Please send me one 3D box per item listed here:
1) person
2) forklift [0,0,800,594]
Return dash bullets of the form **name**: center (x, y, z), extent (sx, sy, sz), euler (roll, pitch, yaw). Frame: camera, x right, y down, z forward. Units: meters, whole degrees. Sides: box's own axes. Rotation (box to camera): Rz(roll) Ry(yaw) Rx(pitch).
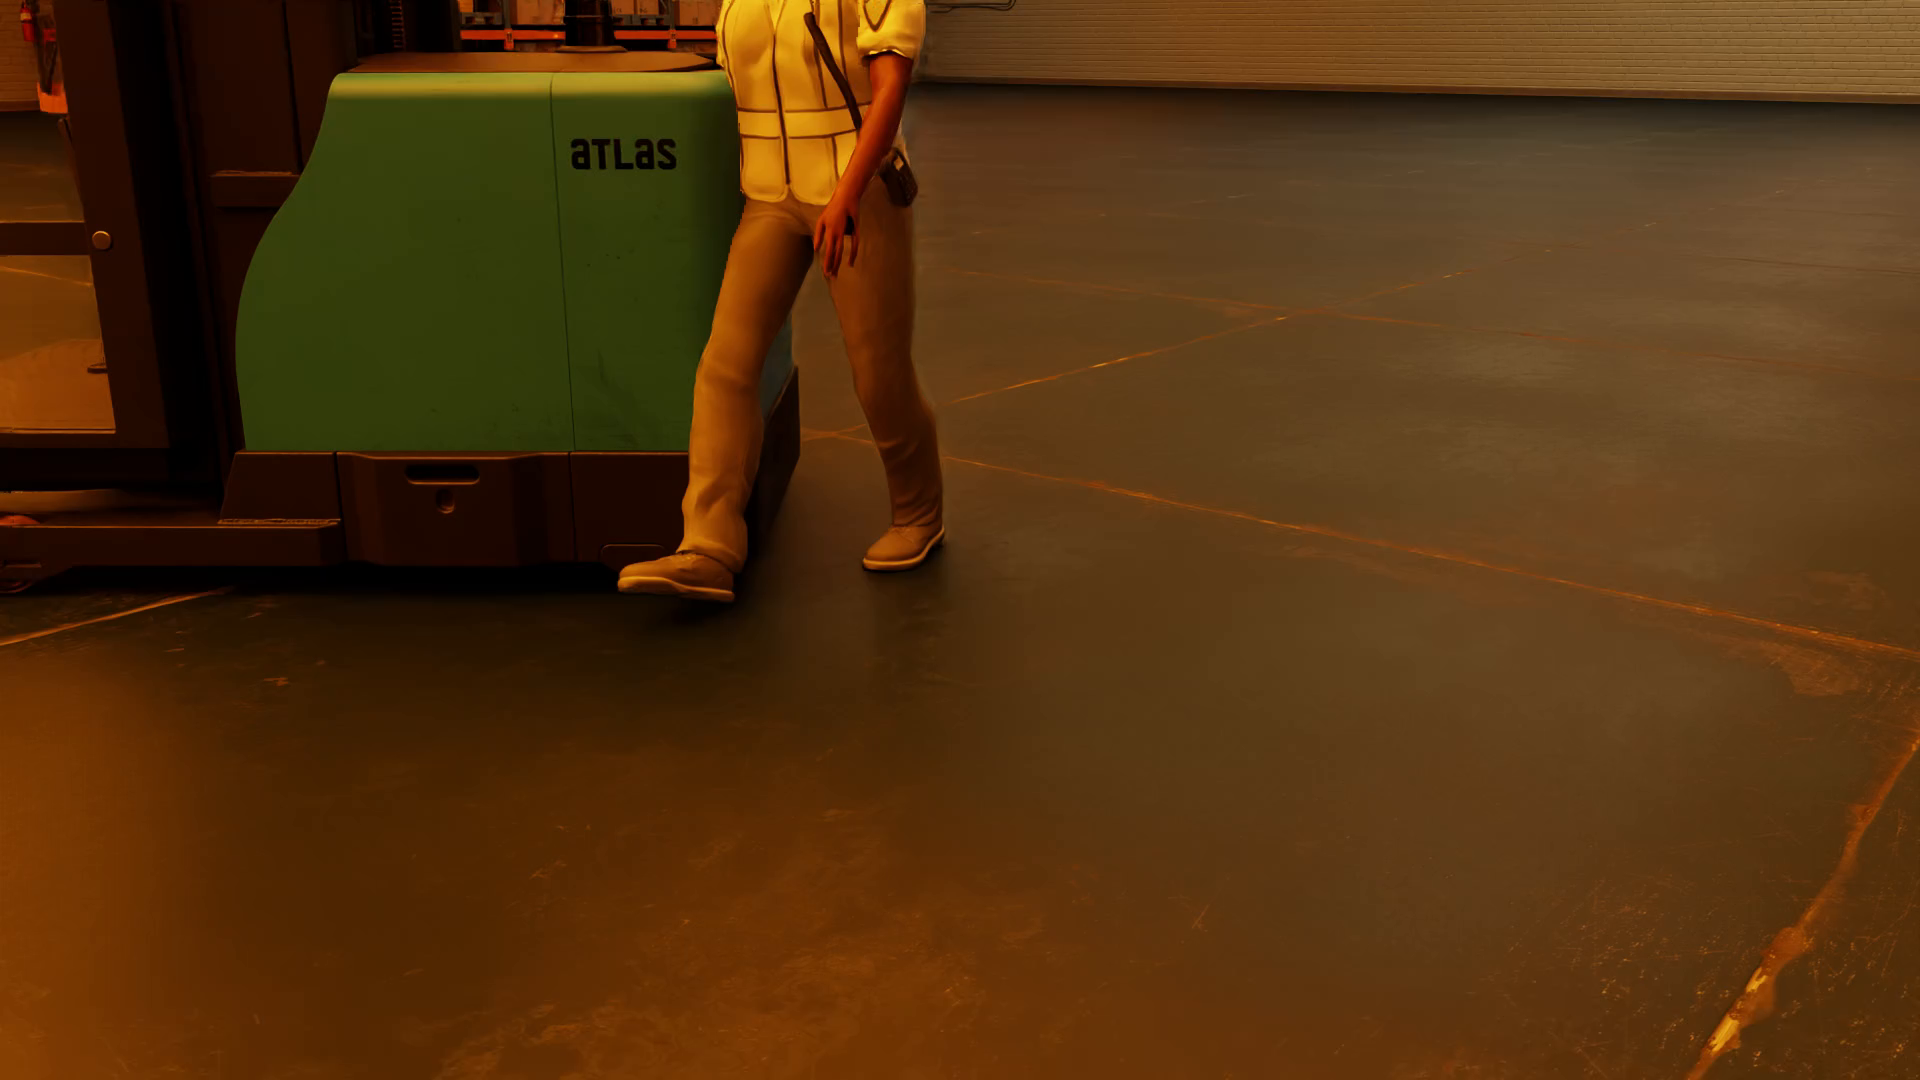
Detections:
- **person**: center (-0.363, -0.670, 3.395), extent (0.594, 1.608, 0.853), euler (7, 18, 23)
- **forklift**: center (-1.945, -1.441, 3.642), extent (3.031, 2.935, 1.130), euler (0, 17, 0)
